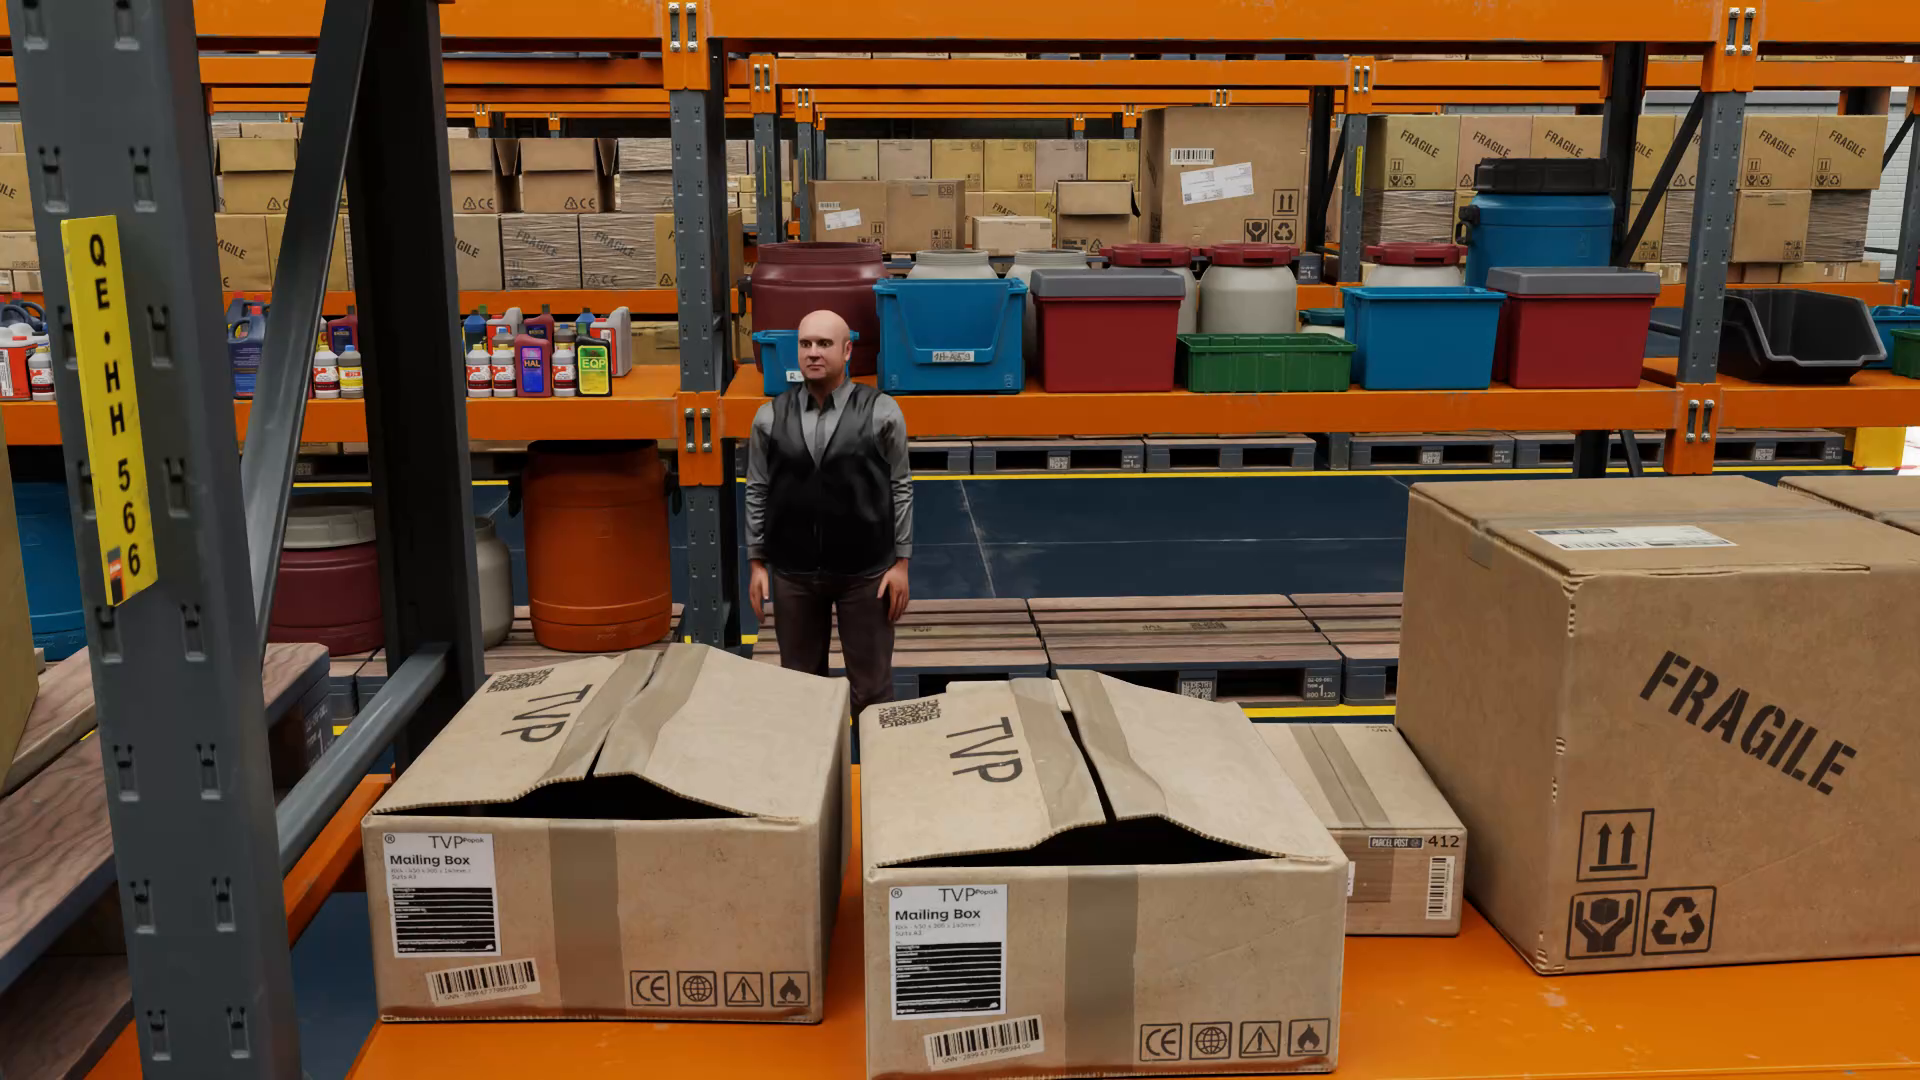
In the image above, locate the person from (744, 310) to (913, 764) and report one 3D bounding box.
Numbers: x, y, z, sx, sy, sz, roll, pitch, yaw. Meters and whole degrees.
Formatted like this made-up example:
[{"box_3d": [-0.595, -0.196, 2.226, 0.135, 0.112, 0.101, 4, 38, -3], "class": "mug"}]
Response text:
[{"box_3d": [-0.437, 0.132, 5.451, 0.563, 1.749, 0.401, 2, 14, 9], "class": "person"}]
